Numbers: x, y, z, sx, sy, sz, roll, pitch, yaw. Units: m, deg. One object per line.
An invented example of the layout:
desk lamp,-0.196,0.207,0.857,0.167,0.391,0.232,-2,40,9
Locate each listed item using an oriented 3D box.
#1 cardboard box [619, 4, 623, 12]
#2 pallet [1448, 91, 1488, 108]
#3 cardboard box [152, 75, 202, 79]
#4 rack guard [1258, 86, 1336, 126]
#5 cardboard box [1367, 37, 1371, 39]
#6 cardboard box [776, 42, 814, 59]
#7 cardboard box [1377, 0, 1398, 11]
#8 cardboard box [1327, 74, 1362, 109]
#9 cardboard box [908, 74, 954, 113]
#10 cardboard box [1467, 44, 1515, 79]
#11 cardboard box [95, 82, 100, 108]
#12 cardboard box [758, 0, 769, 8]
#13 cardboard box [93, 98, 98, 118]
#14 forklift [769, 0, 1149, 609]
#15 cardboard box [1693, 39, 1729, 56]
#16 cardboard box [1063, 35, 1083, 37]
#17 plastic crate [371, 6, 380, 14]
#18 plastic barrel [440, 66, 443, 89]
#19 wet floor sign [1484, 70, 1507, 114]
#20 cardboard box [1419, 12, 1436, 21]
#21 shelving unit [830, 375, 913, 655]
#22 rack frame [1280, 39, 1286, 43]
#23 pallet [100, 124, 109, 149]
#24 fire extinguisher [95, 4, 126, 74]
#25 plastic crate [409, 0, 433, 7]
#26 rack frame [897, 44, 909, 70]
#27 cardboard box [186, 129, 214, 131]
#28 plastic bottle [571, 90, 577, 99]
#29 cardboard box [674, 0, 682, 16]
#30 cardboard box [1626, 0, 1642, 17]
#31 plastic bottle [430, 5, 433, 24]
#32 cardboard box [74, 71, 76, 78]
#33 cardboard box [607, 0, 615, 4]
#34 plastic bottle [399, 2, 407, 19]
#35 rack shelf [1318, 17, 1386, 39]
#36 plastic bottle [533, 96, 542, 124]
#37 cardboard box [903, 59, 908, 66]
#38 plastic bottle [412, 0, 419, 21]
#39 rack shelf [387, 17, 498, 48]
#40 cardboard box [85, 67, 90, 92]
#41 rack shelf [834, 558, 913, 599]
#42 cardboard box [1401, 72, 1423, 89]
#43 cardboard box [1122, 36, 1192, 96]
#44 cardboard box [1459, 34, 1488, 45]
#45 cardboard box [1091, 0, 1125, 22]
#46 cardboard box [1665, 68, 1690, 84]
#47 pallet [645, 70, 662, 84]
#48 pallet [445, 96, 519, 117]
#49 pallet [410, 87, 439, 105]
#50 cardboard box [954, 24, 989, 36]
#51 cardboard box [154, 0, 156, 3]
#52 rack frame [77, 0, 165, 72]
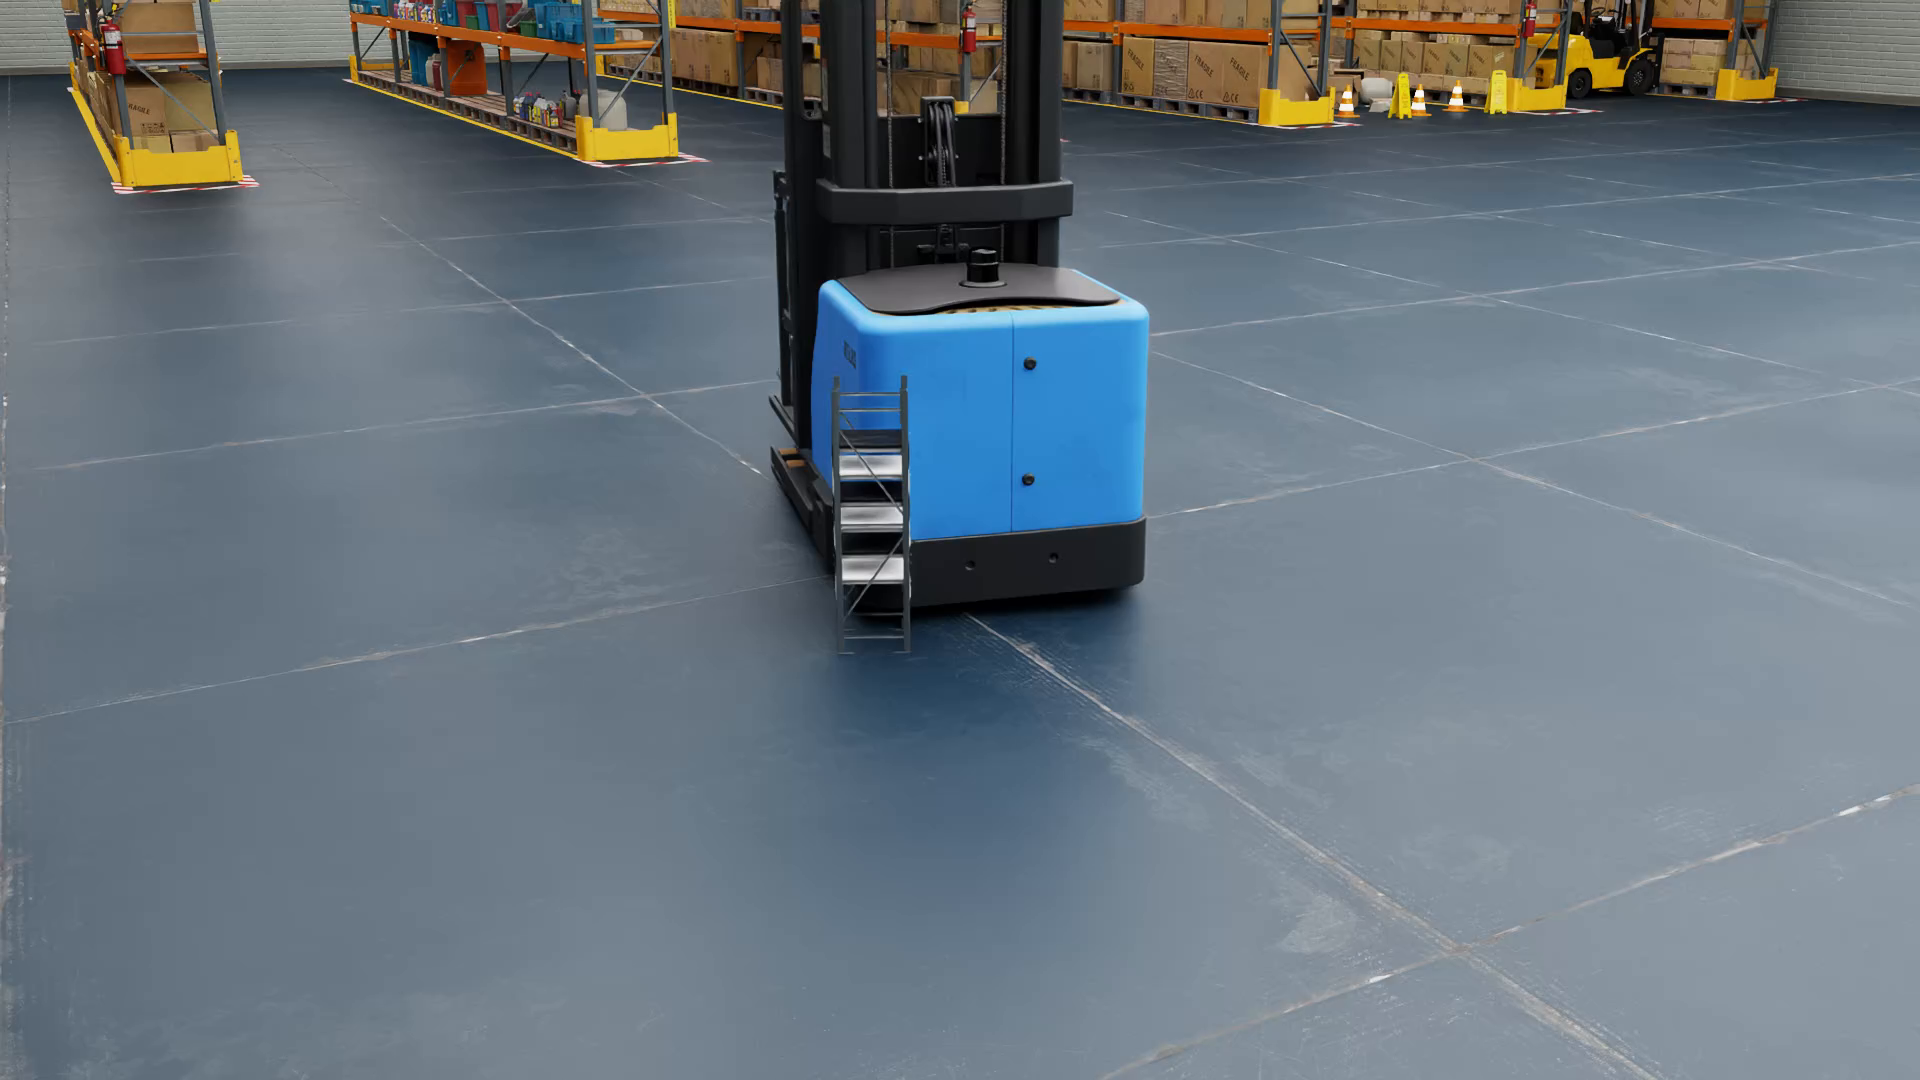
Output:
cardboard box,-6.639,-10.707,33.448,0.380,0.149,0.250,-10,22,-27
pallet,8.799,-7.232,27.267,1.003,0.211,1.213,-10,21,-27
cardboard box,-9.021,-5.094,19.218,0.500,0.500,0.500,-10,21,-27
rack guard,4.892,-6.306,24.139,1.175,0.500,0.348,-10,21,-27
cardboard box,9.139,-10.607,35.959,0.500,0.500,0.500,-10,22,-27
cardboard box,-2.726,-8.094,27.497,0.500,0.250,0.500,-7,20,-21
cardboard box,7.512,-9.316,28.422,0.500,0.500,0.500,-10,21,-27
cardboard box,6.127,-7.222,26.789,0.637,0.503,0.797,7,20,20
cardboard box,-0.409,-6.303,23.486,0.500,0.500,0.500,-8,21,-22
cardboard box,8.579,-7.733,26.864,0.500,0.500,0.500,-10,21,-26
cardboard box,-10.849,-5.754,21.419,0.500,0.311,0.500,-9,21,-25
cardboard box,-3.039,-9.148,27.748,0.500,0.500,0.500,-13,23,-33
cardboard box,-11.569,-5.928,22.785,0.500,0.250,0.500,-11,22,-28
forklift,-0.208,-1.592,6.751,1.130,2.935,3.031,-5,20,-14
cardboard box,13.063,-8.515,28.748,0.500,0.250,0.500,-9,21,-25
cardboard box,2.435,-11.435,38.456,0.875,0.438,0.875,-9,21,-25
plastic crate,-10.681,-9.790,30.715,0.293,0.136,0.466,-10,21,-27
plastic barrel,-8.284,-7.593,27.207,0.421,0.512,0.421,0,19,0
wet floor sign,8.338,-6.957,25.803,0.267,0.644,0.232,-3,19,-8
cardboard box,7.901,-8.743,27.754,0.380,0.149,0.250,-10,21,-27
shelving unit,-0.288,-0.079,5.480,0.258,0.900,0.210,-1,19,-2
rack frame,7.858,-12.505,38.271,1.000,3.000,0.127,-10,21,-27
pallet,-10.536,-5.257,21.543,1.003,0.211,1.213,-10,21,-27
fire extinguisher,-8.605,-5.079,16.871,0.296,0.674,0.183,-10,21,-27
plastic crate,-9.793,-9.786,30.204,0.402,0.464,0.583,-10,21,-27
rack frame,-0.817,-10.939,33.734,1.000,3.000,0.127,-10,21,-27
cardboard box,-8.552,-4.452,18.505,0.500,0.250,0.500,-10,21,-27
plastic bottle,-5.231,-5.951,22.667,0.144,0.351,0.185,-11,22,-28
cardboard box,-4.992,-9.932,30.663,0.500,0.500,0.500,-10,21,-27
cardboard box,12.361,-9.648,29.839,0.500,0.500,0.500,-10,21,-26
plastic bottle,-8.367,-8.345,26.397,0.061,0.283,0.133,-10,21,-27
cardboard box,-15.835,-8.438,30.155,0.380,0.166,0.250,-10,21,-27
cardboard box,-6.887,-11.090,33.945,0.500,0.250,0.500,-10,22,-27
plastic bottle,-9.531,-9.077,28.528,0.152,0.276,0.135,-10,21,-27
rack shelf,6.340,-9.672,31.166,1.077,0.370,4.000,-10,21,-27
plastic bottle,-5.481,-5.620,21.705,0.144,0.351,0.185,-10,21,-27
cardboard box,-1.303,-9.850,34.304,0.380,0.149,0.250,-10,21,-26
plastic bottle,-8.990,-8.783,27.560,0.144,0.351,0.185,-10,21,-27
rack shelf,-8.640,-8.518,27.822,1.077,0.370,4.000,-10,21,-27
cardboard box,-12.947,-6.925,25.260,0.500,0.500,0.500,-11,22,-29
rack shelf,-0.288,0.123,5.549,0.258,0.077,0.200,-1,19,-2
cardboard box,7.850,-7.822,28.274,0.500,0.250,0.500,-10,22,-27
cardboard box,3.219,-7.645,26.802,0.875,0.875,0.875,-10,21,-26
cardboard box,8.346,-8.134,27.034,0.380,0.149,0.250,-9,21,-25
cardboard box,2.498,-8.798,27.376,0.500,0.500,0.500,-10,21,-27
cardboard box,12.827,-8.189,29.335,0.500,0.250,0.500,-10,21,-27
pallet,-5.523,-9.112,32.714,1.003,0.211,1.213,-10,21,-27
pallet,-7.356,-6.738,25.834,1.003,0.211,1.213,-10,21,-27
pallet,-8.676,-7.536,28.146,1.003,0.211,1.213,-10,21,-27
cardboard box,0.151,-6.686,21.794,0.380,0.149,0.250,-10,21,-27
cardboard box,-8.377,-5.797,17.684,0.380,0.149,0.250,-11,22,-28
rack frame,-12.051,-7.518,23.820,1.000,3.000,0.127,-10,21,-27
